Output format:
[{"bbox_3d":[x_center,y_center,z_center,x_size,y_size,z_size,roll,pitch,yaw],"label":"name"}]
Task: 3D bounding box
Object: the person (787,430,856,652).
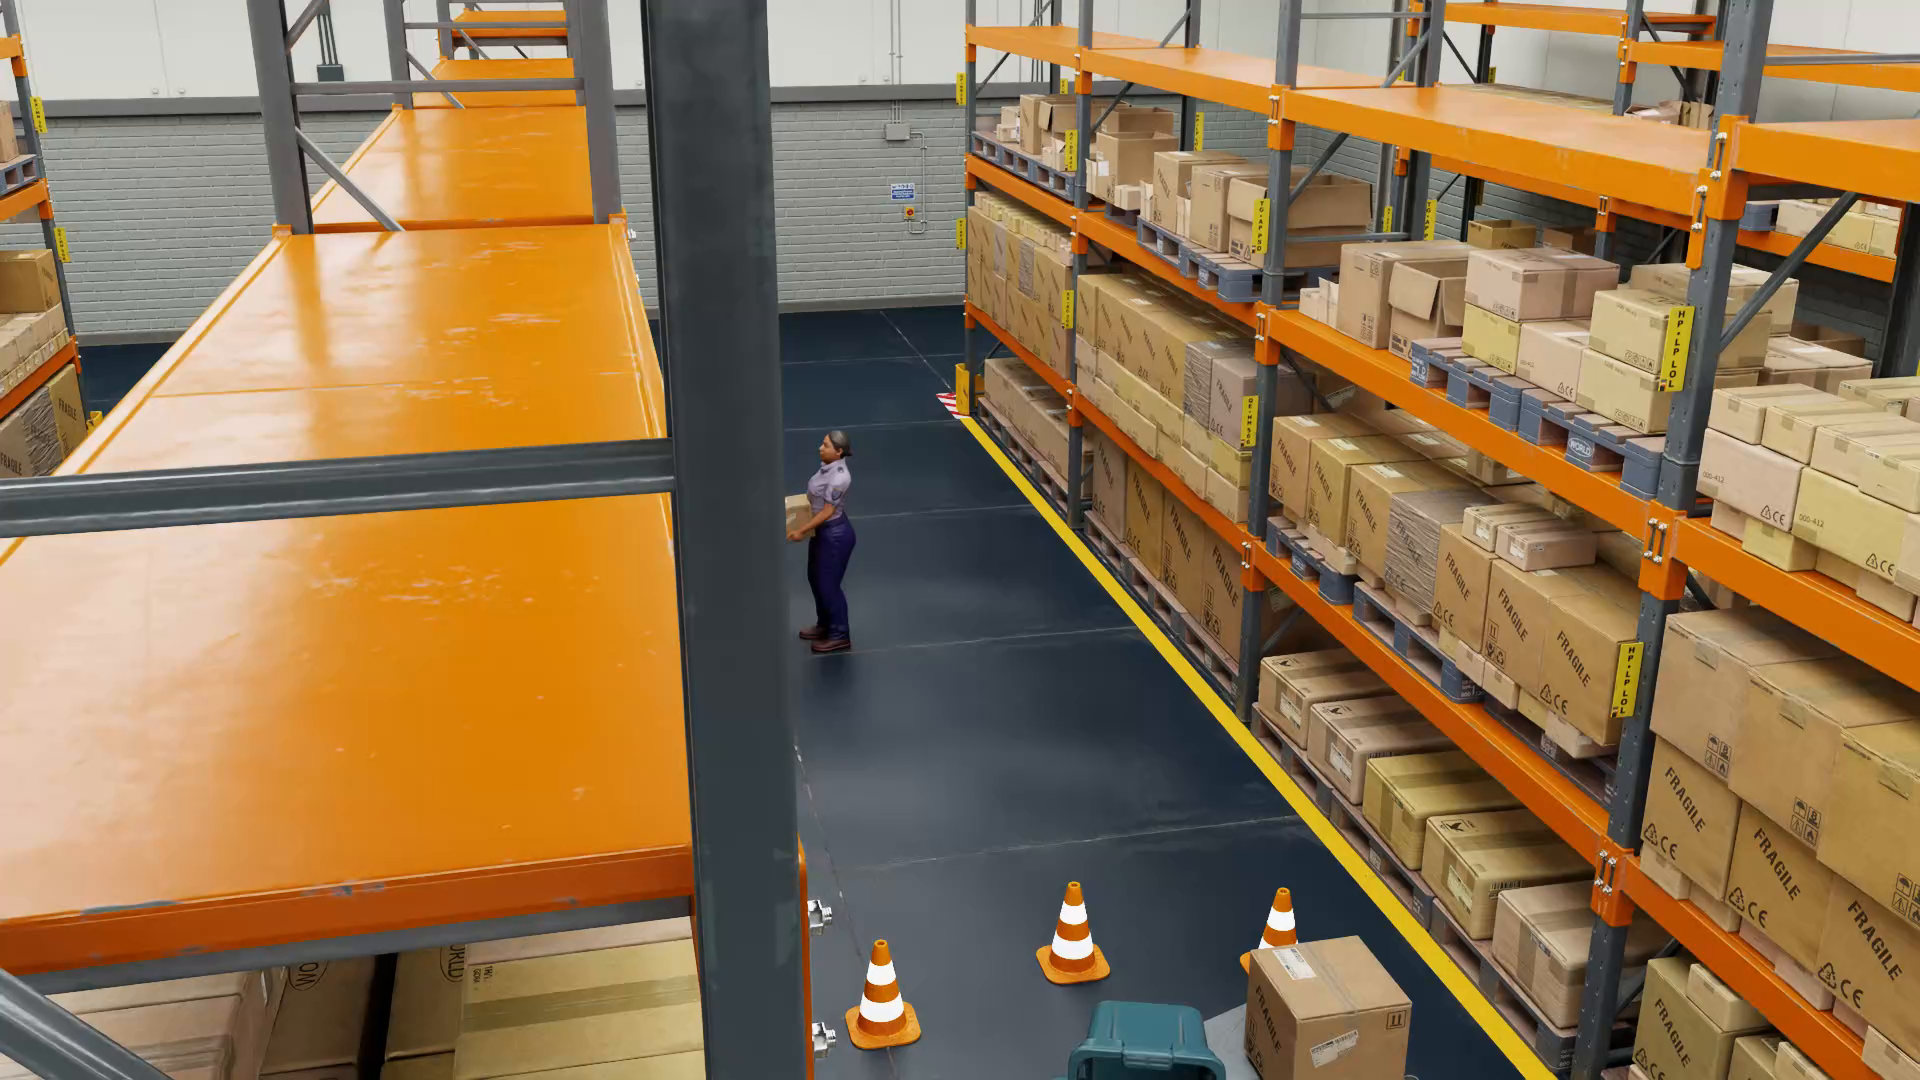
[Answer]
[{"bbox_3d":[-1.022,-0.007,12.129,0.517,1.634,0.452,-4,20,-12],"label":"person"}]
